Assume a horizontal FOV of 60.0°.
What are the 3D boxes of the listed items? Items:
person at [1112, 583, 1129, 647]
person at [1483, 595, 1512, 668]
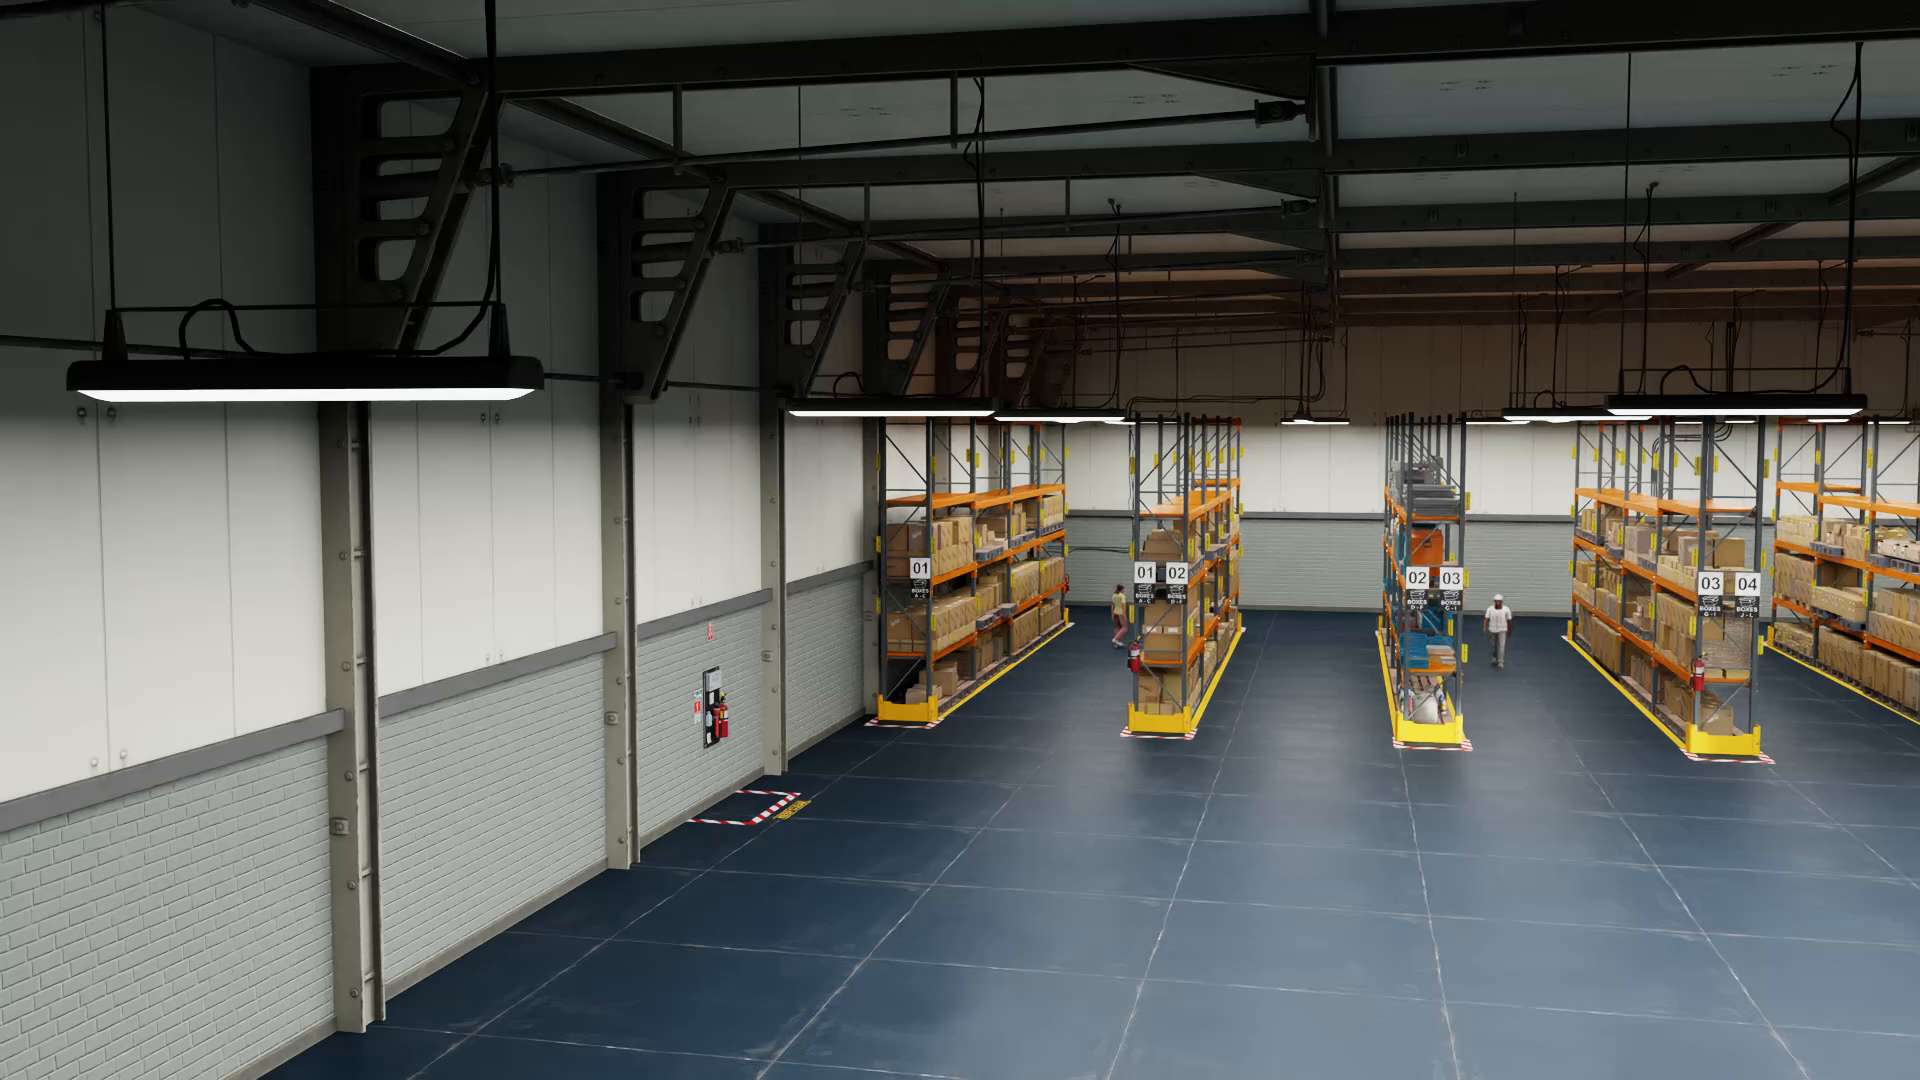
[{"bbox_3d":[4.105,1.967,43.187,0.516,1.670,0.486,-3,5,-39],"label":"person"},{"bbox_3d":[12.859,2.158,39.784,0.671,1.705,1.071,1,4,17],"label":"person"}]
